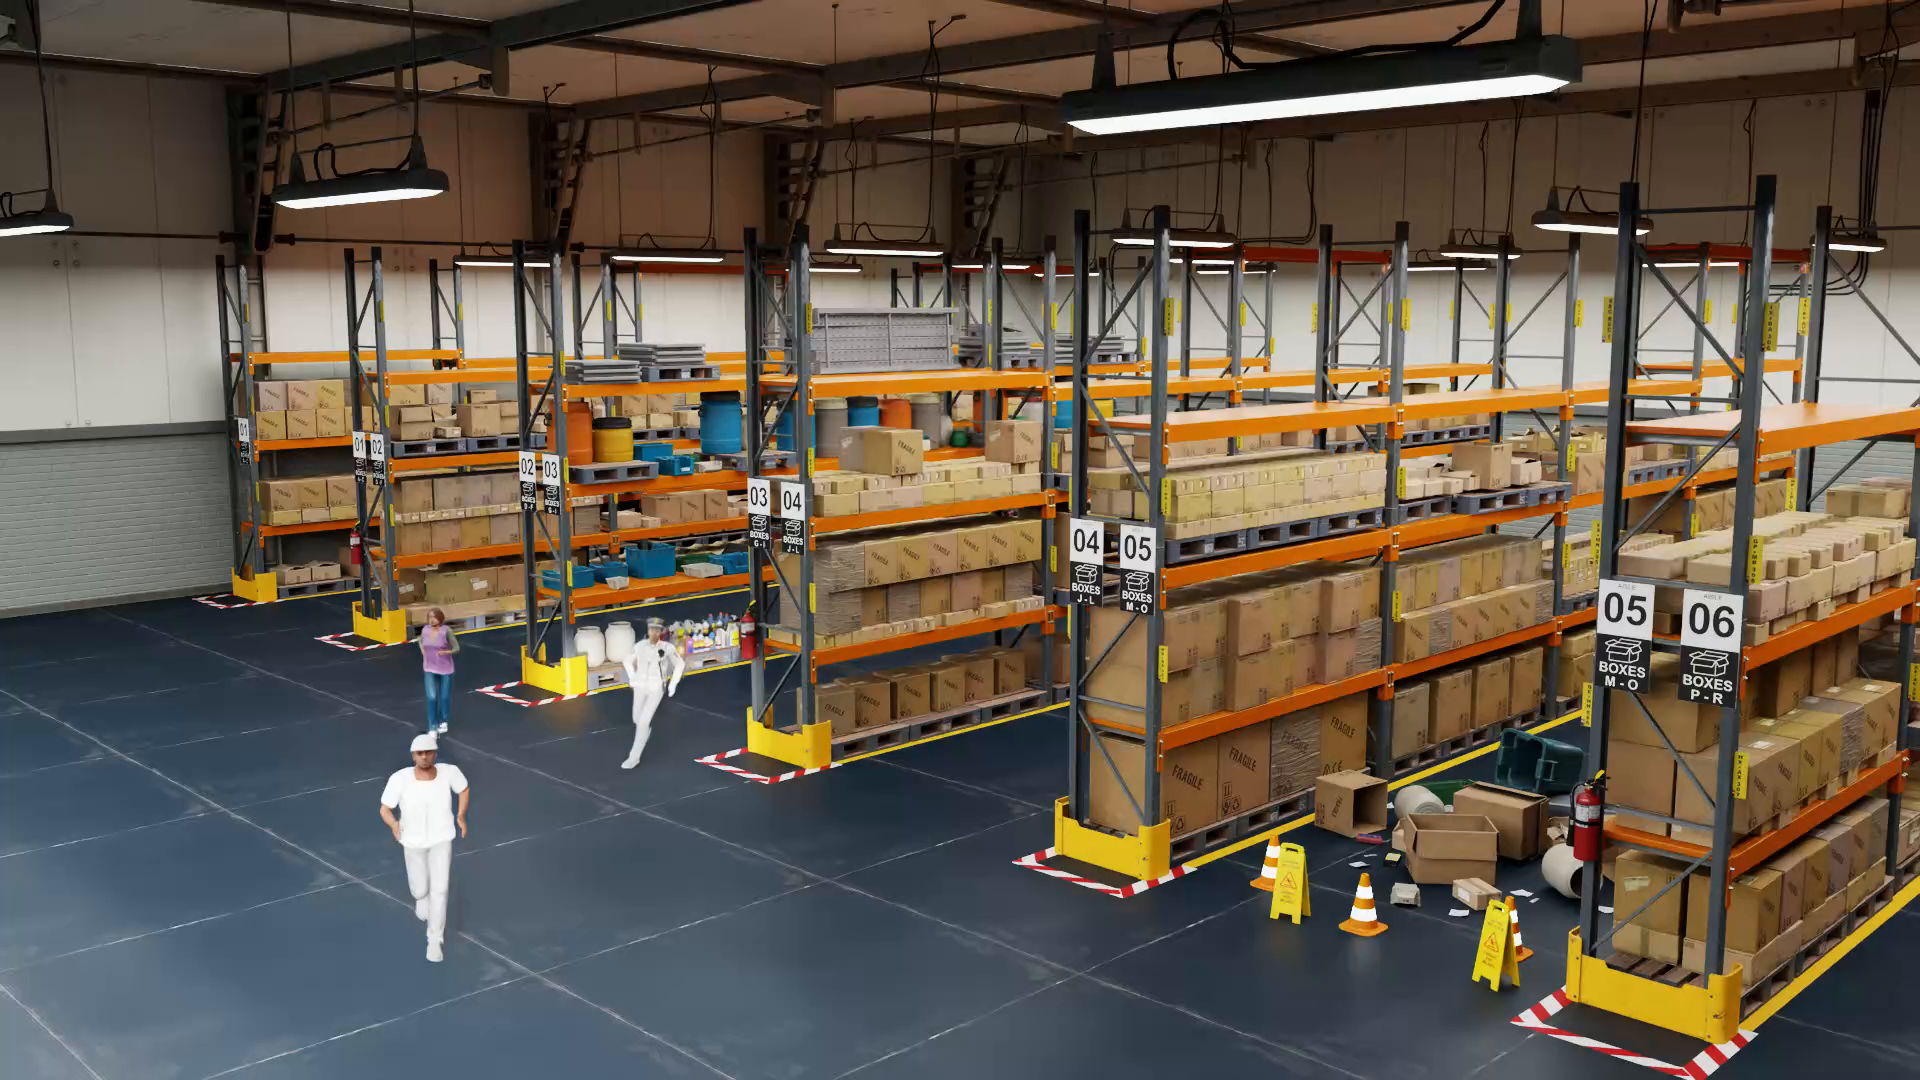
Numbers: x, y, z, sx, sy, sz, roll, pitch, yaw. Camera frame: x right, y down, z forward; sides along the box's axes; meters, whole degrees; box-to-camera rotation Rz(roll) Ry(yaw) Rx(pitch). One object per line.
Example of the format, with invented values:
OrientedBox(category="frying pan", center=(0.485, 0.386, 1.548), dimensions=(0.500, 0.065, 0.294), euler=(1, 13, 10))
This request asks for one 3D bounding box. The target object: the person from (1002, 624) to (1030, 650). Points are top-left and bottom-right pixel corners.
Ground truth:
OrientedBox(category="person", center=(0.739, 0.897, 24.018), dimensions=(0.668, 1.848, 0.824), euler=(6, 10, 38))

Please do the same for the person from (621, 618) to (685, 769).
OrientedBox(category="person", center=(-3.487, 1.685, 18.810), dimensions=(0.674, 1.651, 0.901), euler=(1, 8, 9))

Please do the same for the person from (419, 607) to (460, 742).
OrientedBox(category="person", center=(-6.181, 1.601, 19.756), dimensions=(0.506, 1.641, 0.701), euler=(-1, 8, -9))

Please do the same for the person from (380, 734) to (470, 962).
OrientedBox(category="person", center=(-4.290, 2.417, 13.396), dimensions=(0.696, 1.756, 0.934), euler=(-3, 9, -18))
